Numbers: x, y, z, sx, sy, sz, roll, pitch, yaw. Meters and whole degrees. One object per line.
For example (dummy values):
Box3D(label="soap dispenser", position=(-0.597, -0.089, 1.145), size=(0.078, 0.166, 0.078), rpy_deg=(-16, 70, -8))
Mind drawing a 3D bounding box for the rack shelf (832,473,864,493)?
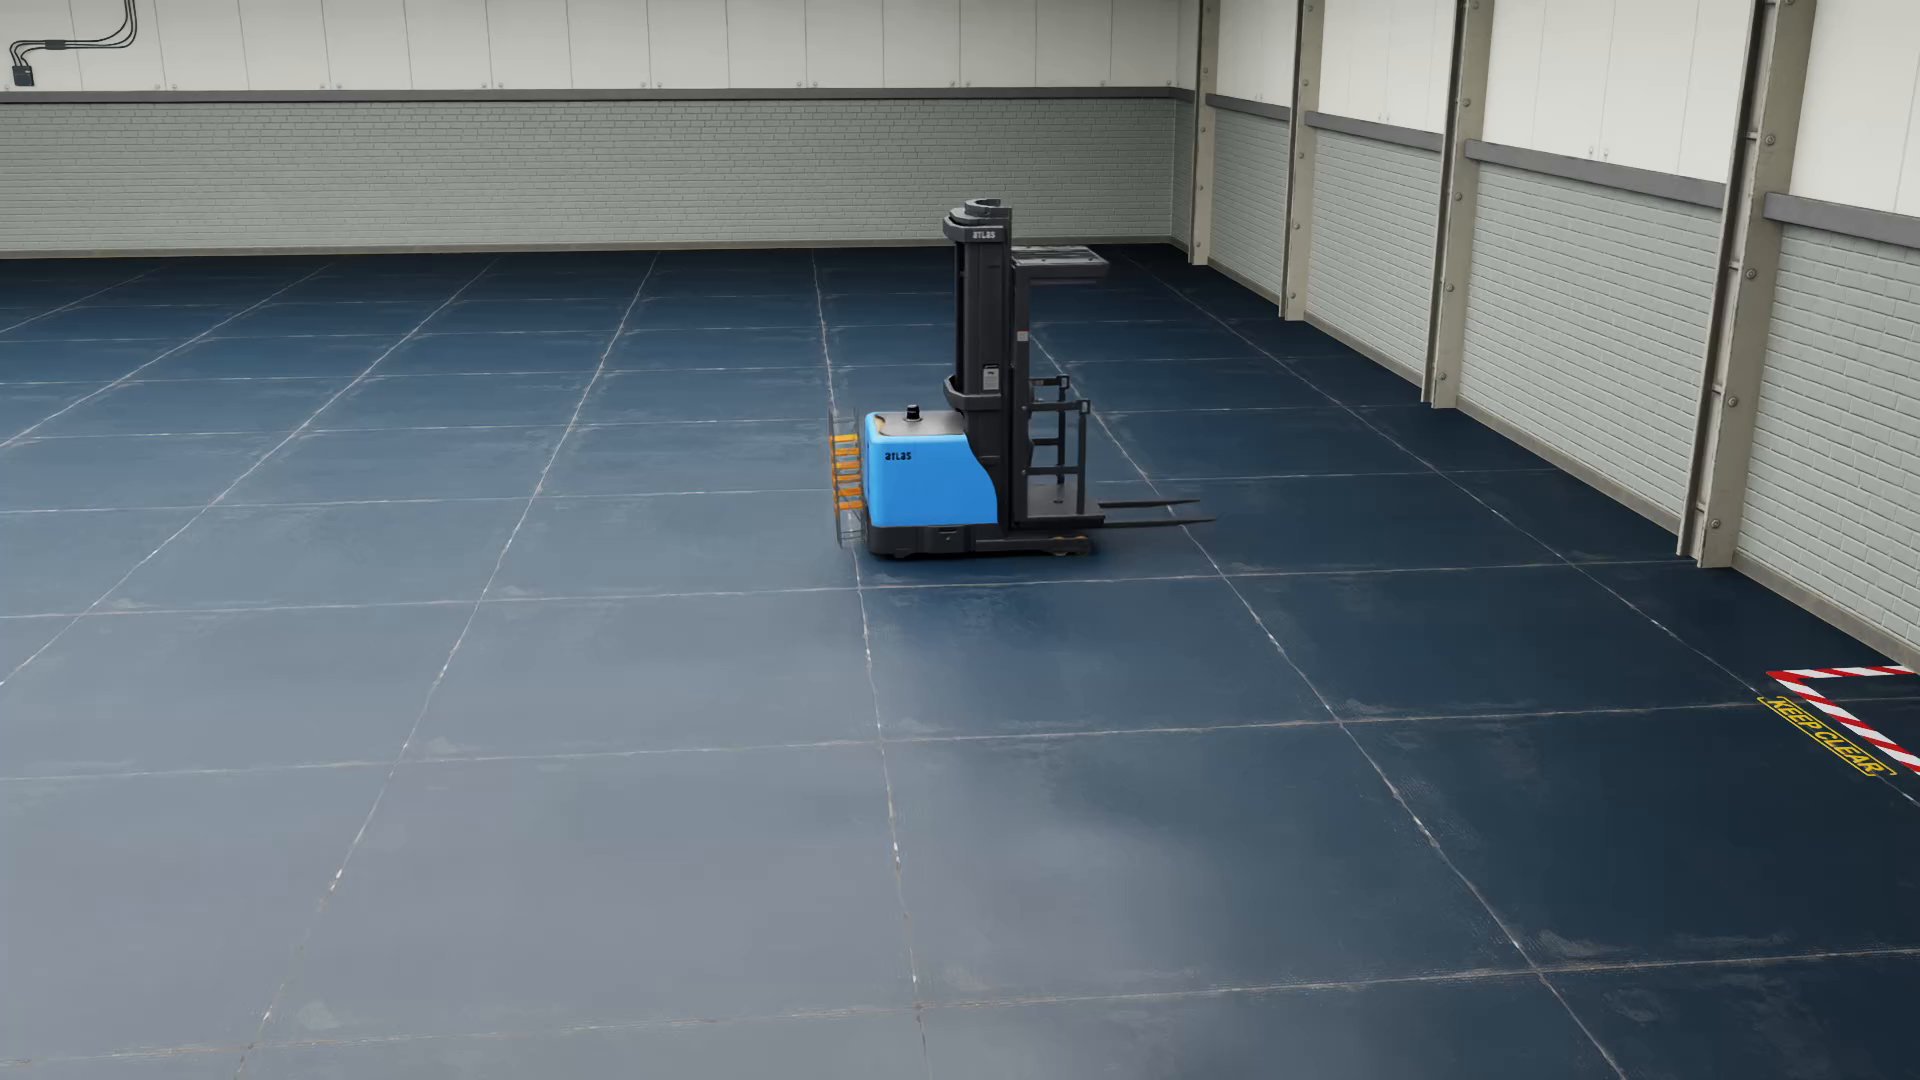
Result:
Box3D(label="rack shelf", position=(-0.968, -0.494, 14.376), size=(0.258, 0.103, 0.180), rpy_deg=(-6, 18, -10))

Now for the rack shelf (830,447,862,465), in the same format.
Box3D(label="rack shelf", position=(-0.979, -0.722, 14.303), size=(0.258, 0.103, 0.180), rpy_deg=(-6, 18, -10))

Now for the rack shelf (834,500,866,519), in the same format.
Box3D(label="rack shelf", position=(-0.958, -0.266, 14.449), size=(0.258, 0.103, 0.180), rpy_deg=(-6, 18, -10))

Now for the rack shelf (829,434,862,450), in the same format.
Box3D(label="rack shelf", position=(-0.984, -0.836, 14.266), size=(0.258, 0.103, 0.180), rpy_deg=(-6, 18, -10))

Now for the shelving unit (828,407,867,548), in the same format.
Box3D(label="shelving unit", position=(-0.970, -0.536, 14.362), size=(0.258, 1.200, 0.189), rpy_deg=(-6, 18, -10))

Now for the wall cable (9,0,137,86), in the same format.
Box3D(label="wall cable", position=(-16.397, -11.344, 30.109), size=(2.305, 6.003, 0.169), rpy_deg=(-2, 18, -6))

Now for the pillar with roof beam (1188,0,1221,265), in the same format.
Box3D(label="pillar with roof beam", position=(0.197, -9.354, 29.449), size=(9.100, 9.000, 0.400), rpy_deg=(-2, 18, -6))

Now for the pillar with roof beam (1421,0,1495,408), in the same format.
Box3D(label="pillar with roof beam", position=(1.435, -5.779, 18.061), size=(9.100, 9.000, 0.400), rpy_deg=(-2, 18, -6))

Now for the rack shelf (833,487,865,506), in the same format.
Box3D(label="rack shelf", position=(-0.963, -0.380, 14.412), size=(0.258, 0.103, 0.180), rpy_deg=(-6, 18, -10))

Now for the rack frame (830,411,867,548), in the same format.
Box3D(label="rack frame", position=(-0.953, -0.509, 14.276), size=(0.240, 1.200, 0.006), rpy_deg=(-6, 18, -10))

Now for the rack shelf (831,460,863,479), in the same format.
Box3D(label="rack shelf", position=(-0.974, -0.608, 14.339), size=(0.258, 0.103, 0.180), rpy_deg=(-6, 18, -10))

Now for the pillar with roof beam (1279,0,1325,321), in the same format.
Box3D(label="pillar with roof beam", position=(0.816, -7.567, 23.755), size=(9.100, 9.000, 0.400), rpy_deg=(-2, 18, -6))

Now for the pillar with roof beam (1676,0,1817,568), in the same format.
Box3D(label="pillar with roof beam", position=(2.053, -3.991, 12.367), size=(9.100, 9.000, 0.400), rpy_deg=(-2, 18, -6))

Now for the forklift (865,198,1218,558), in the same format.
Box3D(label="forklift", position=(0.707, -1.415, 14.289), size=(3.031, 2.935, 1.130), rpy_deg=(-2, 18, -6))

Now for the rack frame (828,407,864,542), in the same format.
Box3D(label="rack frame", position=(-0.987, -0.563, 14.448), size=(0.240, 1.200, 0.006), rpy_deg=(-6, 18, -10))
